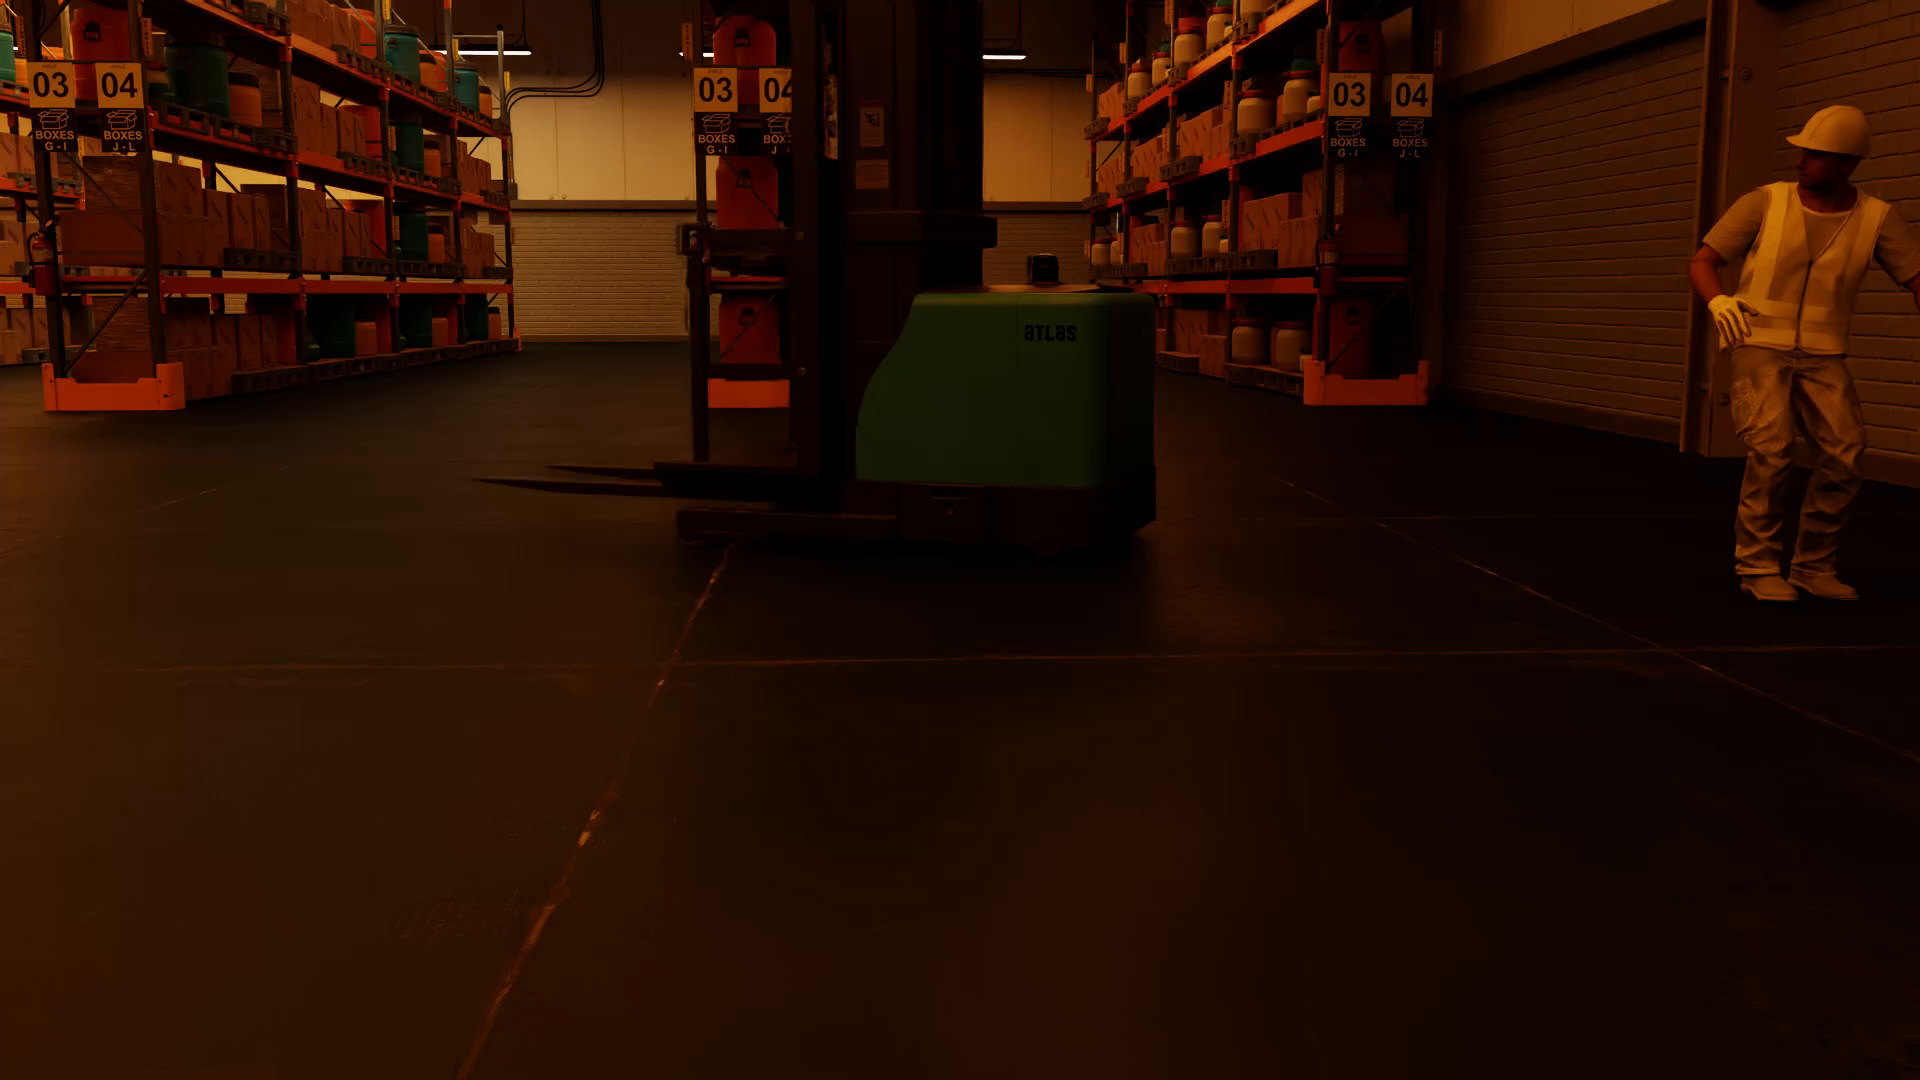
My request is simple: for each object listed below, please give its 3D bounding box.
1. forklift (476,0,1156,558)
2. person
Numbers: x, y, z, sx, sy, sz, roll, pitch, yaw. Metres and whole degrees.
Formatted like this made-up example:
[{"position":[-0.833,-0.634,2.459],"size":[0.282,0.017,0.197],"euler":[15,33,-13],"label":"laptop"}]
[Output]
[{"position":[-0.696,-1.484,7.328],"size":[3.031,2.935,1.130],"euler":[3,9,19],"label":"forklift"},{"position":[2.985,-0.630,5.818],"size":[0.808,1.723,0.592],"euler":[1,9,9],"label":"person"}]
